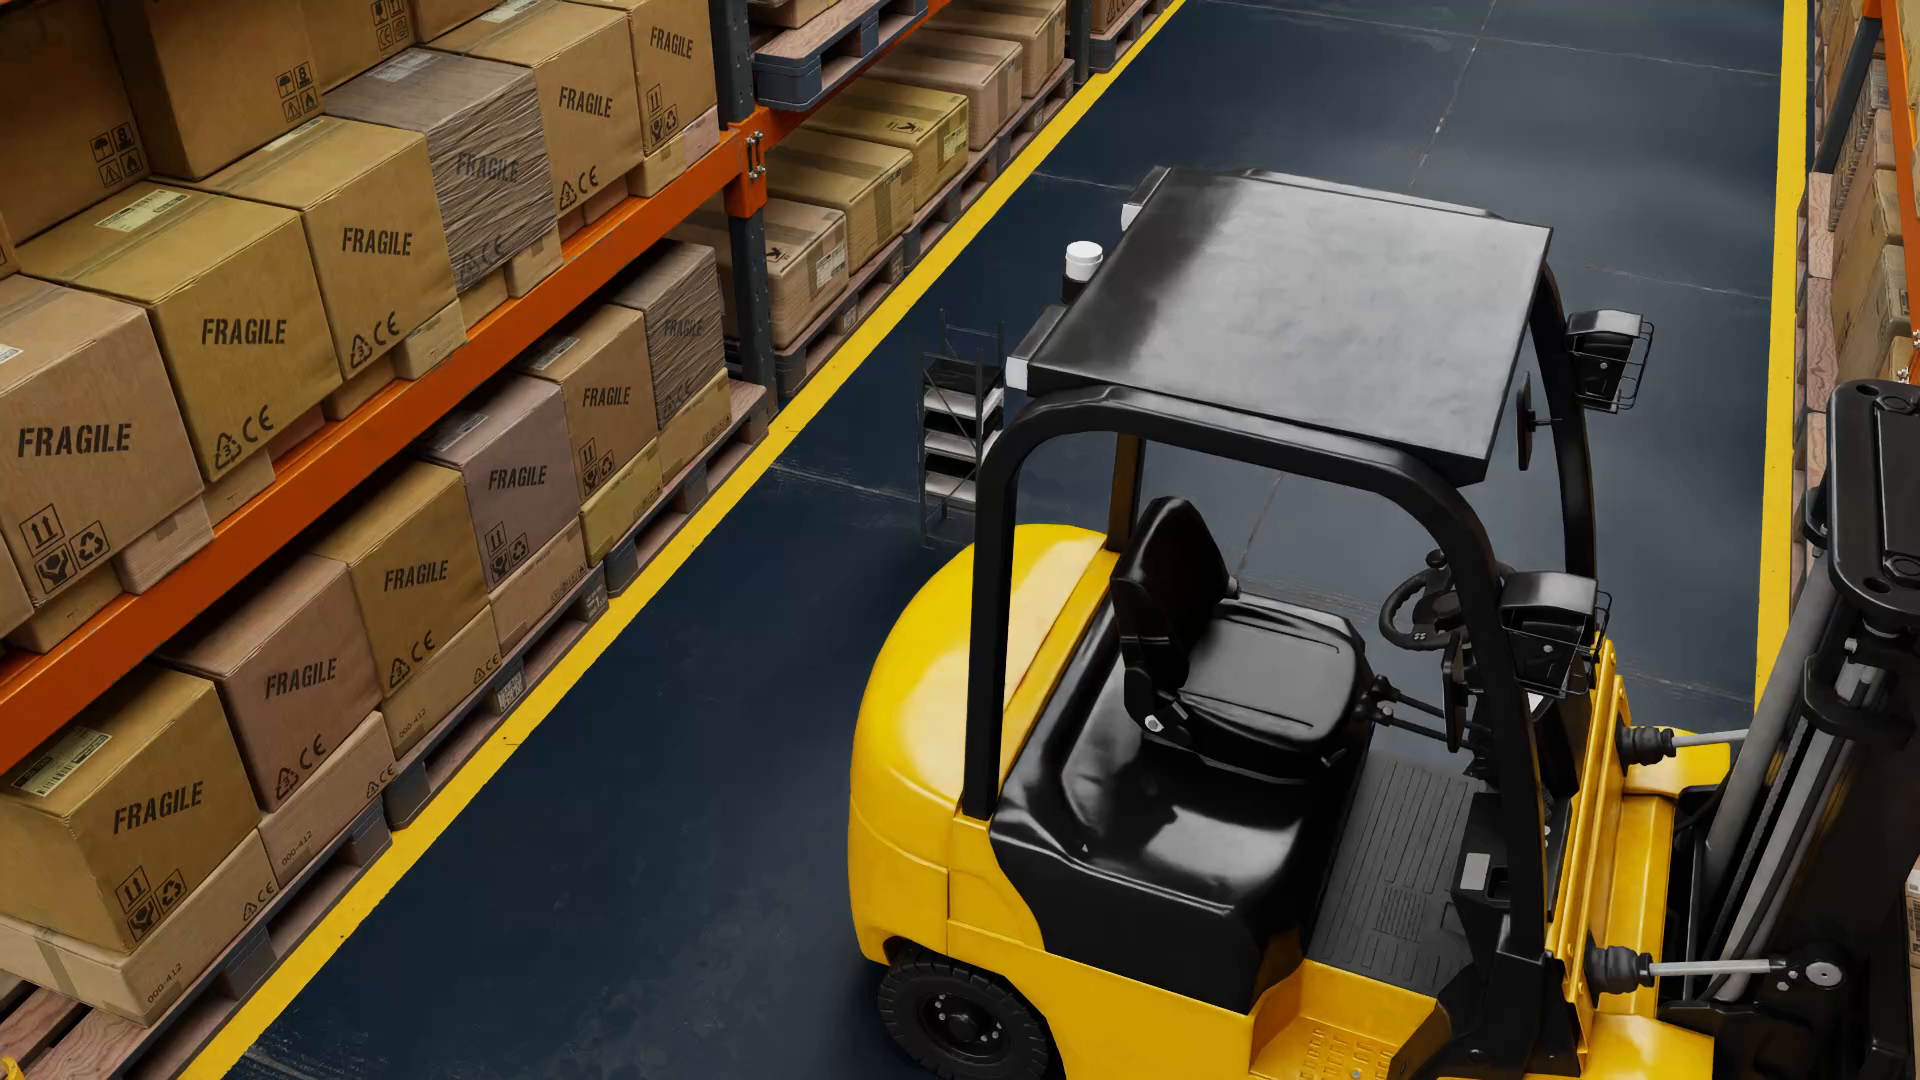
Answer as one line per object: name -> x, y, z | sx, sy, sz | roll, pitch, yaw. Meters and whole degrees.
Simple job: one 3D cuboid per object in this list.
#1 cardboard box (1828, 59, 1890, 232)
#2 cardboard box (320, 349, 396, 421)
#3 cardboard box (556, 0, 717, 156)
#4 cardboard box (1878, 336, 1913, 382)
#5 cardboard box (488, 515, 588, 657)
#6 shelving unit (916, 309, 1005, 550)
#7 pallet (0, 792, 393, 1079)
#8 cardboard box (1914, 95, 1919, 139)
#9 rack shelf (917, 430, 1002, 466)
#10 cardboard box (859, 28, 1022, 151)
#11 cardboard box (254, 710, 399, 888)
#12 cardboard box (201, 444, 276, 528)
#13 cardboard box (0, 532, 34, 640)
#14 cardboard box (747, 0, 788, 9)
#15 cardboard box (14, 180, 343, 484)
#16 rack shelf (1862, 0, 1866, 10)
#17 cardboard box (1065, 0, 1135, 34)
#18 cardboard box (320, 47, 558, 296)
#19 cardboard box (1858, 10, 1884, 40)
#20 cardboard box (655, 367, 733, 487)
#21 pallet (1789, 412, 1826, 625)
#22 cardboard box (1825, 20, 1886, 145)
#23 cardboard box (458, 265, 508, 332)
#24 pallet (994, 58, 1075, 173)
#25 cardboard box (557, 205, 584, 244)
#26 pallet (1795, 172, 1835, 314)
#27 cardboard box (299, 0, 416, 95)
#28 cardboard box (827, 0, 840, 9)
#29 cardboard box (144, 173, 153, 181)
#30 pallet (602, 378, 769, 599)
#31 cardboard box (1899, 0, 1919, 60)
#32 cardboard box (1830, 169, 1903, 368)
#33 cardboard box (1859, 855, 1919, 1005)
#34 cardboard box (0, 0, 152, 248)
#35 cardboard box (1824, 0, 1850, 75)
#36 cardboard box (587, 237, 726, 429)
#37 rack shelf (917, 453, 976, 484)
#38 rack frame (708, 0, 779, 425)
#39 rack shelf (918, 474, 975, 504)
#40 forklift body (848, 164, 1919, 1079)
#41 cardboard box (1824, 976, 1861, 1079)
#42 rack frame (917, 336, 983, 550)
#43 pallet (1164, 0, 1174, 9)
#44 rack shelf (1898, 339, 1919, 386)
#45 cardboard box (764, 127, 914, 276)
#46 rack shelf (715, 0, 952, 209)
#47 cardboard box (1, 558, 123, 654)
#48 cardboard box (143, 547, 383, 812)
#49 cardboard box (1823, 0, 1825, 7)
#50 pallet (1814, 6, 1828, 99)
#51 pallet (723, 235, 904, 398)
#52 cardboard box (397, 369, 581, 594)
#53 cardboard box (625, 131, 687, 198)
cardboard box -> 4.621, -1.772, 7.748 | 0.875, 0.625, 0.625 | 15, 39, 19
cardboard box -> -1.806, -0.488, 4.607 | 0.380, 0.149, 0.250 | 13, 39, 17
cardboard box -> -1.182, -1.667, 5.643 | 0.500, 0.500, 0.500 | 13, 39, 17
cardboard box -> 3.537, -0.191, 5.632 | 0.875, 0.625, 0.625 | 16, 40, 20
cardboard box -> -1.611, 0.088, 5.572 | 0.500, 0.250, 0.500 | 14, 39, 18
shelving unit -> 0.003, -0.365, 5.987 | 0.258, 0.900, 0.210 | 14, 39, 18
pallet -> -2.394, 1.037, 4.686 | 1.003, 0.211, 1.213 | 14, 39, 18
cardboard box -> 3.702, -1.508, 5.888 | 0.500, 0.250, 0.500 | 14, 39, 18
rack shelf -> 0.003, -0.338, 6.007 | 0.258, 0.077, 0.200 | 14, 39, 18
cardboard box -> -0.219, -2.420, 8.827 | 0.950, 0.372, 0.625 | 13, 39, 17
cardboard box -> -2.001, 0.672, 4.791 | 0.500, 0.250, 0.500 | 15, 39, 19
cardboard box -> -1.979, -0.189, 4.207 | 0.380, 0.149, 0.250 | 15, 39, 19
cardboard box -> -2.328, 0.046, 3.352 | 0.500, 0.500, 0.500 | 13, 39, 17
cardboard box -> -0.799, -2.332, 6.182 | 0.500, 0.500, 0.500 | 15, 39, 19
cardboard box -> -1.941, -0.524, 4.114 | 0.500, 0.500, 0.500 | 13, 39, 17
rack shelf -> 5.632, -3.716, 9.317 | 1.077, 0.370, 4.000 | 14, 39, 18
cardboard box -> 0.619, -3.706, 10.127 | 0.875, 0.875, 0.875 | 14, 39, 17
cardboard box -> -1.565, -1.093, 4.874 | 0.500, 0.500, 0.500 | 15, 39, 19
cardboard box -> 4.824, -2.655, 8.492 | 0.380, 0.149, 0.250 | 12, 38, 16
cardboard box -> -1.219, -0.489, 6.345 | 0.500, 0.250, 0.500 | 16, 40, 20
pallet -> 3.593, 0.018, 6.050 | 1.003, 0.211, 1.213 | 14, 39, 18
cardboard box -> 4.833, -2.347, 8.622 | 0.500, 0.500, 0.500 | 15, 39, 19
cardboard box -> -1.592, -0.765, 4.977 | 0.380, 0.149, 0.250 | 13, 39, 17
pallet -> -0.020, -2.476, 9.387 | 1.003, 0.211, 1.213 | 14, 39, 18
cardboard box -> -1.451, -1.062, 5.375 | 0.380, 0.149, 0.250 | 13, 39, 17
pallet -> 4.521, -1.333, 7.857 | 1.003, 0.211, 1.213 | 14, 39, 18
cardboard box -> -2.042, -1.627, 4.754 | 0.700, 0.500, 0.500 | 13, 39, 17
cardboard box -> -0.637, -2.249, 6.612 | 0.380, 0.149, 0.250 | 15, 39, 19
cardboard box -> -2.215, -0.947, 4.680 | 0.500, 0.500, 0.500 | 14, 39, 18
pallet -> -1.466, -0.314, 6.494 | 1.003, 0.211, 1.213 | 14, 39, 18
cardboard box -> 4.090, -2.083, 6.656 | 0.500, 0.250, 0.500 | 13, 39, 16
cardboard box -> 4.123, -1.035, 6.762 | 0.875, 0.625, 0.625 | 12, 38, 16
cardboard box -> 2.285, 0.895, 3.658 | 0.500, 0.250, 0.500 | 13, 39, 17
cardboard box -> -2.474, -1.073, 4.013 | 0.700, 0.500, 0.500 | 13, 39, 17
cardboard box -> 5.230, -2.912, 9.378 | 0.500, 0.500, 0.500 | 16, 39, 20
cardboard box -> -1.220, -0.789, 6.120 | 0.500, 0.500, 0.500 | 13, 39, 17
rack shelf -> 0.003, -0.266, 6.060 | 0.258, 0.077, 0.200 | 14, 39, 18
rack frame -> -1.243, -1.811, 6.167 | 1.000, 3.000, 0.127 | 14, 39, 18
rack shelf -> 0.003, -0.194, 6.114 | 0.258, 0.077, 0.200 | 14, 39, 18
forklift body -> 0.861, 0.407, 3.909 | 2.313, 2.155, 1.214 | 14, 39, 18
cardboard box -> 2.294, 1.083, 3.824 | 0.500, 0.250, 0.500 | 14, 39, 18
rack frame -> -0.036, -0.309, 5.911 | 0.240, 0.900, 0.006 | 14, 39, 18
pallet -> 1.114, -4.001, 11.427 | 1.003, 0.211, 1.213 | 14, 39, 18
rack shelf -> 2.588, 0.713, 3.391 | 1.077, 0.370, 4.000 | 14, 39, 18
cardboard box -> -0.775, -1.616, 7.751 | 0.950, 0.372, 0.625 | 16, 40, 21
rack shelf -> -0.482, -2.630, 7.864 | 1.077, 0.370, 4.000 | 14, 39, 18
cardboard box -> -2.185, 0.092, 3.831 | 0.380, 0.149, 0.250 | 13, 39, 16
cardboard box -> -1.999, 0.349, 4.597 | 0.500, 0.500, 0.500 | 12, 39, 16
cardboard box -> 5.613, -3.490, 10.150 | 0.500, 0.500, 0.500 | 13, 39, 16
pallet -> 5.655, -2.858, 9.897 | 1.003, 0.211, 1.213 | 14, 39, 18
pallet -> -0.948, -1.125, 7.579 | 1.003, 0.211, 1.213 | 14, 39, 18
cardboard box -> -1.605, -0.225, 5.365 | 0.500, 0.500, 0.500 | 16, 40, 20
cardboard box -> -1.172, -1.323, 5.725 | 0.380, 0.149, 0.250 | 15, 39, 19
